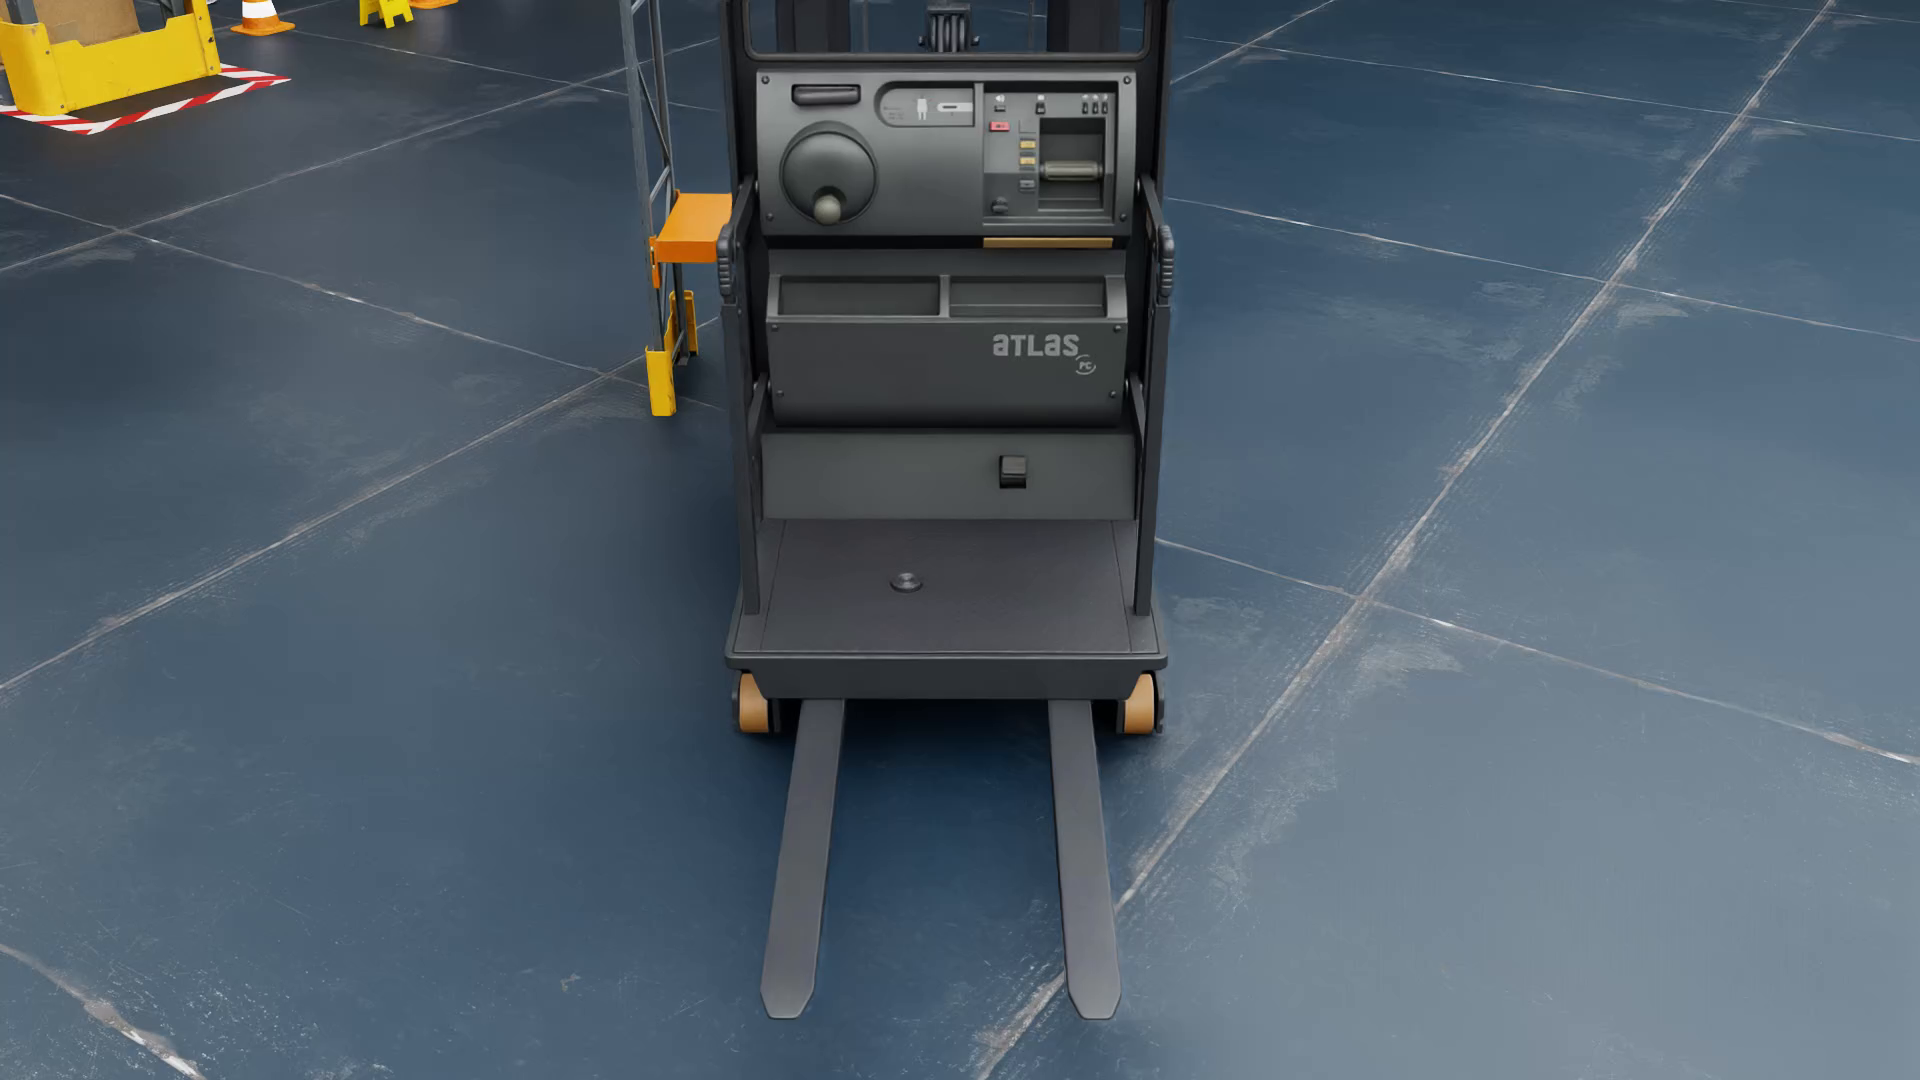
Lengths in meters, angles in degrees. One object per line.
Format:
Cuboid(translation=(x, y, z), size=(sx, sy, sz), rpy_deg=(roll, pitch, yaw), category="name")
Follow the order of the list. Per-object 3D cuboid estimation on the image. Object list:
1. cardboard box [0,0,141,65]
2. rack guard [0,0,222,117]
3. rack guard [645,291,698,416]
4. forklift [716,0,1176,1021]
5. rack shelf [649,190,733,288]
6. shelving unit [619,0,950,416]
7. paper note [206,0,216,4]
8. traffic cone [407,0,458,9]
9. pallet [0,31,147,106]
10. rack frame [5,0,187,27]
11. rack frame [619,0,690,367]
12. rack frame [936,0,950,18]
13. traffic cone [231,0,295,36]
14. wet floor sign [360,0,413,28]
Cuboid(translation=(-5.564, -3.375, 9.750), size=(0.875, 0.875, 0.875), rpy_deg=(18, 35, 28), category="cardboard box")
Cuboid(translation=(-4.934, -2.872, 9.676), size=(0.348, 0.500, 1.175), rpy_deg=(18, 35, 27), category="rack guard")
Cuboid(translation=(-1.072, -0.704, 6.209), size=(0.087, 0.250, 0.587), rpy_deg=(1, 30, 1), category="rack guard")
Cuboid(translation=(-0.032, -0.910, 3.902), size=(1.130, 2.935, 3.031), rpy_deg=(0, 30, 0), category="forklift")
Cuboid(translation=(-0.565, -1.084, 5.976), size=(1.000, 0.185, 0.538), rpy_deg=(1, 30, 1), category="rack shelf")
Cuboid(translation=(-0.574, -1.239, 5.886), size=(1.083, 1.500, 0.587), rpy_deg=(1, 30, 1), category="shelving unit")
Cuboid(translation=(-5.345, -3.808, 11.749), size=(0.144, 0.017, 0.142), rpy_deg=(-21, 36, -32), category="paper note")
Cuboid(translation=(-3.760, -4.002, 11.650), size=(0.334, 0.463, 0.336), rpy_deg=(18, 35, 27), category="traffic cone")
Cuboid(translation=(-5.673, -2.934, 10.070), size=(1.213, 0.211, 1.003), rpy_deg=(18, 35, 27), category="pallet")
Cuboid(translation=(-4.954, -3.958, 9.057), size=(0.127, 3.000, 1.000), rpy_deg=(18, 35, 27), category="rack frame")
Cuboid(translation=(-1.073, -1.244, 5.894), size=(0.032, 1.500, 0.500), rpy_deg=(1, 30, 1), category="rack frame")
Cuboid(translation=(-0.056, -1.234, 5.877), size=(0.032, 1.500, 0.500), rpy_deg=(1, 30, 1), category="rack frame")
Cuboid(translation=(-4.649, -3.610, 10.979), size=(0.334, 0.463, 0.336), rpy_deg=(18, 35, 27), category="traffic cone")
Cuboid(translation=(-3.877, -3.778, 11.086), size=(0.232, 0.644, 0.267), rpy_deg=(12, 32, 19), category="wet floor sign")
